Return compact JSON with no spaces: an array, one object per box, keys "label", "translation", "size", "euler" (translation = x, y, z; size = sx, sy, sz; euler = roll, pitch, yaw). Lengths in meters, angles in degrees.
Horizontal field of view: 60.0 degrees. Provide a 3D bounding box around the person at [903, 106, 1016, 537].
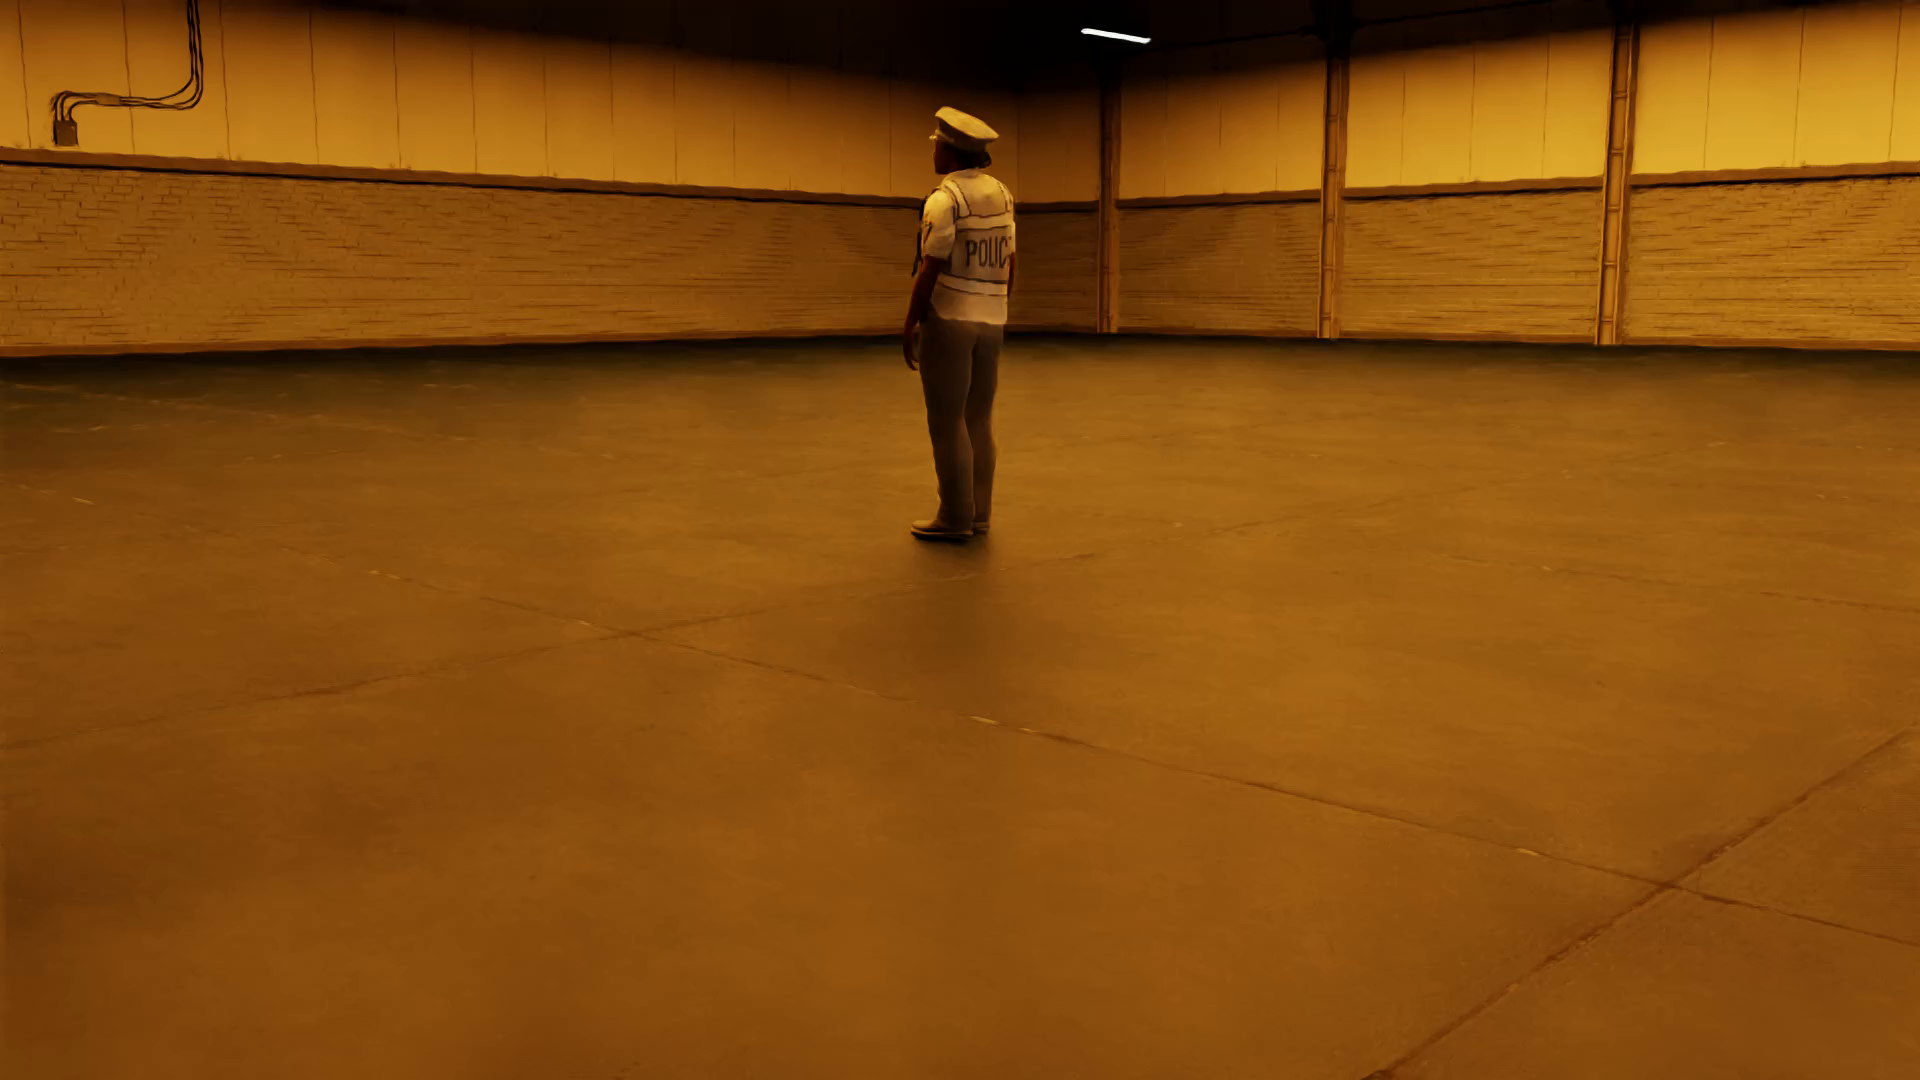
[{"label":"person","translation":[-0.040,-0.854,6.656],"size":[0.529,1.693,0.570],"euler":[8,12,43]}]
